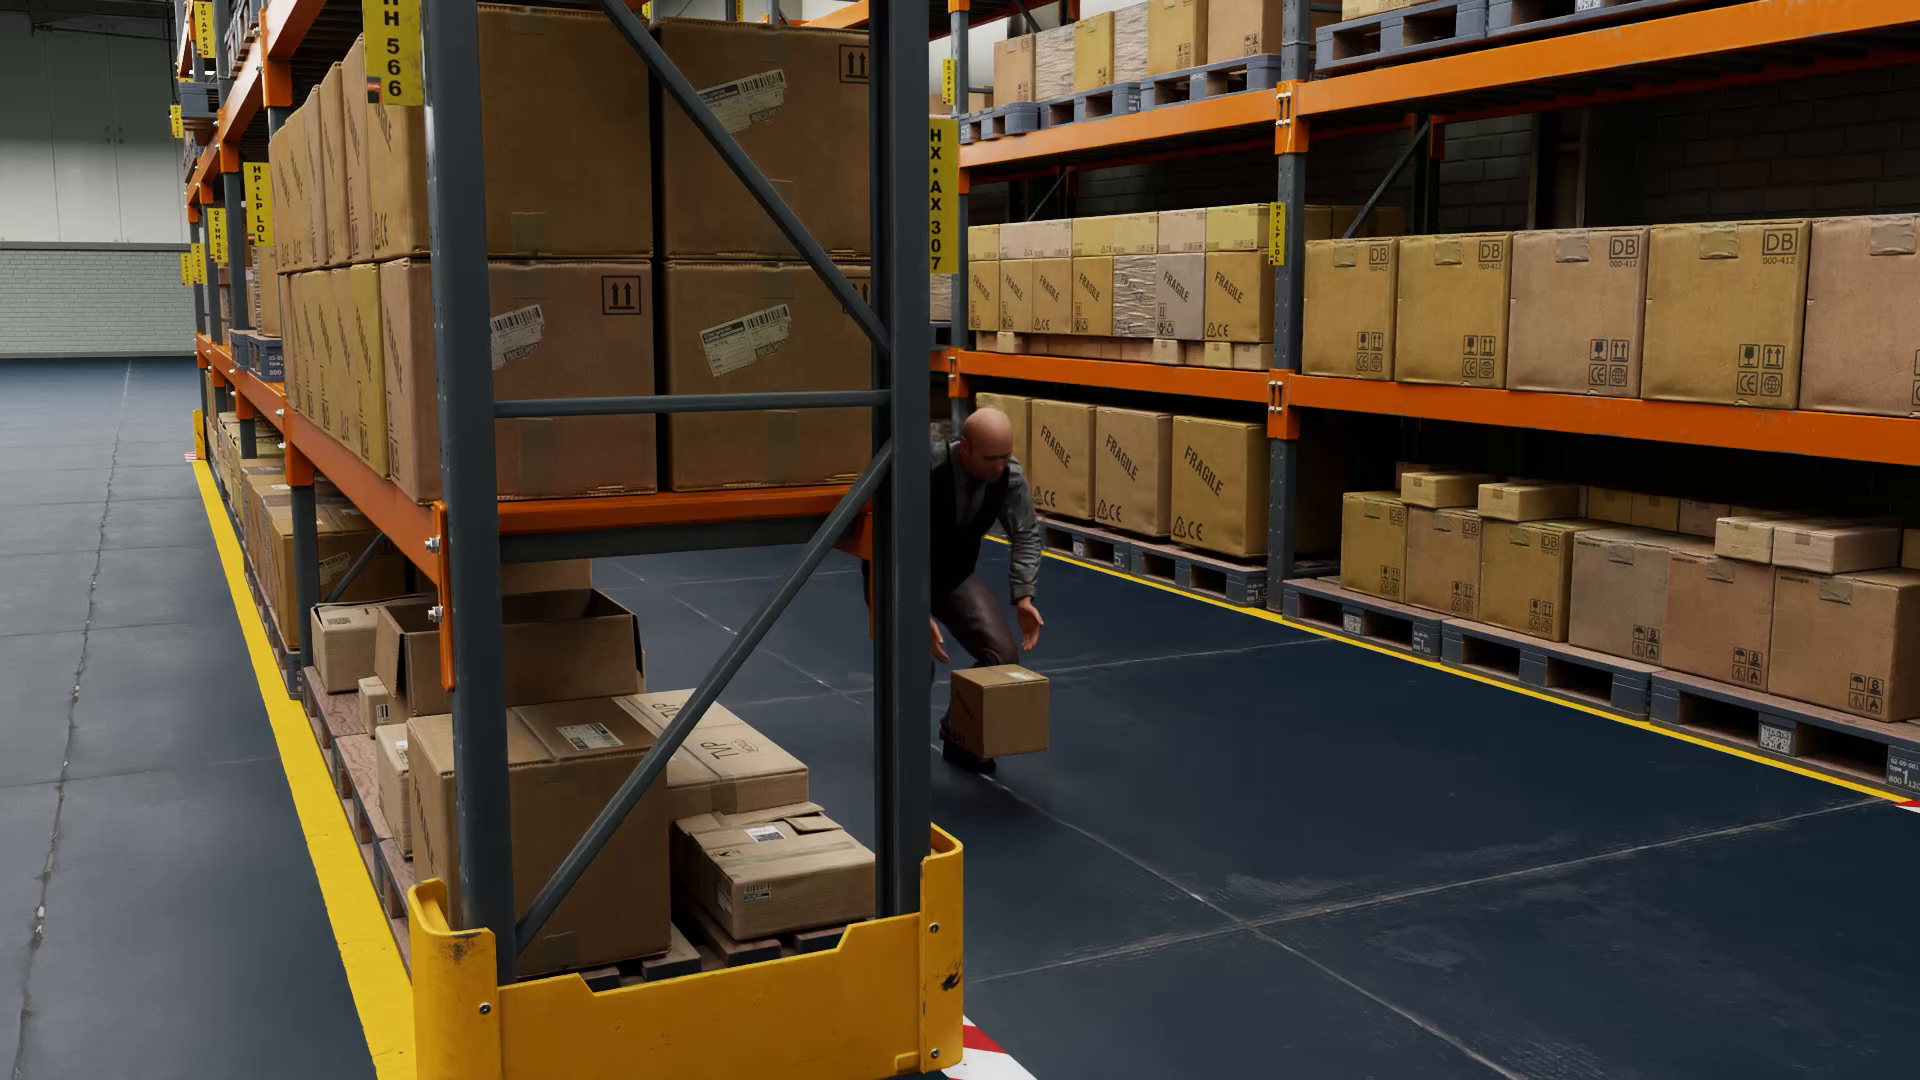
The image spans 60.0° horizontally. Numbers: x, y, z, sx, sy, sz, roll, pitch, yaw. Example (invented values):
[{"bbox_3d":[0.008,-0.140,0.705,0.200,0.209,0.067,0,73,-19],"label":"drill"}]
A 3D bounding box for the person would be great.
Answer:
[{"bbox_3d":[-0.028,0.179,6.011,0.591,1.348,0.740,-4,9,-26],"label":"person"}]
